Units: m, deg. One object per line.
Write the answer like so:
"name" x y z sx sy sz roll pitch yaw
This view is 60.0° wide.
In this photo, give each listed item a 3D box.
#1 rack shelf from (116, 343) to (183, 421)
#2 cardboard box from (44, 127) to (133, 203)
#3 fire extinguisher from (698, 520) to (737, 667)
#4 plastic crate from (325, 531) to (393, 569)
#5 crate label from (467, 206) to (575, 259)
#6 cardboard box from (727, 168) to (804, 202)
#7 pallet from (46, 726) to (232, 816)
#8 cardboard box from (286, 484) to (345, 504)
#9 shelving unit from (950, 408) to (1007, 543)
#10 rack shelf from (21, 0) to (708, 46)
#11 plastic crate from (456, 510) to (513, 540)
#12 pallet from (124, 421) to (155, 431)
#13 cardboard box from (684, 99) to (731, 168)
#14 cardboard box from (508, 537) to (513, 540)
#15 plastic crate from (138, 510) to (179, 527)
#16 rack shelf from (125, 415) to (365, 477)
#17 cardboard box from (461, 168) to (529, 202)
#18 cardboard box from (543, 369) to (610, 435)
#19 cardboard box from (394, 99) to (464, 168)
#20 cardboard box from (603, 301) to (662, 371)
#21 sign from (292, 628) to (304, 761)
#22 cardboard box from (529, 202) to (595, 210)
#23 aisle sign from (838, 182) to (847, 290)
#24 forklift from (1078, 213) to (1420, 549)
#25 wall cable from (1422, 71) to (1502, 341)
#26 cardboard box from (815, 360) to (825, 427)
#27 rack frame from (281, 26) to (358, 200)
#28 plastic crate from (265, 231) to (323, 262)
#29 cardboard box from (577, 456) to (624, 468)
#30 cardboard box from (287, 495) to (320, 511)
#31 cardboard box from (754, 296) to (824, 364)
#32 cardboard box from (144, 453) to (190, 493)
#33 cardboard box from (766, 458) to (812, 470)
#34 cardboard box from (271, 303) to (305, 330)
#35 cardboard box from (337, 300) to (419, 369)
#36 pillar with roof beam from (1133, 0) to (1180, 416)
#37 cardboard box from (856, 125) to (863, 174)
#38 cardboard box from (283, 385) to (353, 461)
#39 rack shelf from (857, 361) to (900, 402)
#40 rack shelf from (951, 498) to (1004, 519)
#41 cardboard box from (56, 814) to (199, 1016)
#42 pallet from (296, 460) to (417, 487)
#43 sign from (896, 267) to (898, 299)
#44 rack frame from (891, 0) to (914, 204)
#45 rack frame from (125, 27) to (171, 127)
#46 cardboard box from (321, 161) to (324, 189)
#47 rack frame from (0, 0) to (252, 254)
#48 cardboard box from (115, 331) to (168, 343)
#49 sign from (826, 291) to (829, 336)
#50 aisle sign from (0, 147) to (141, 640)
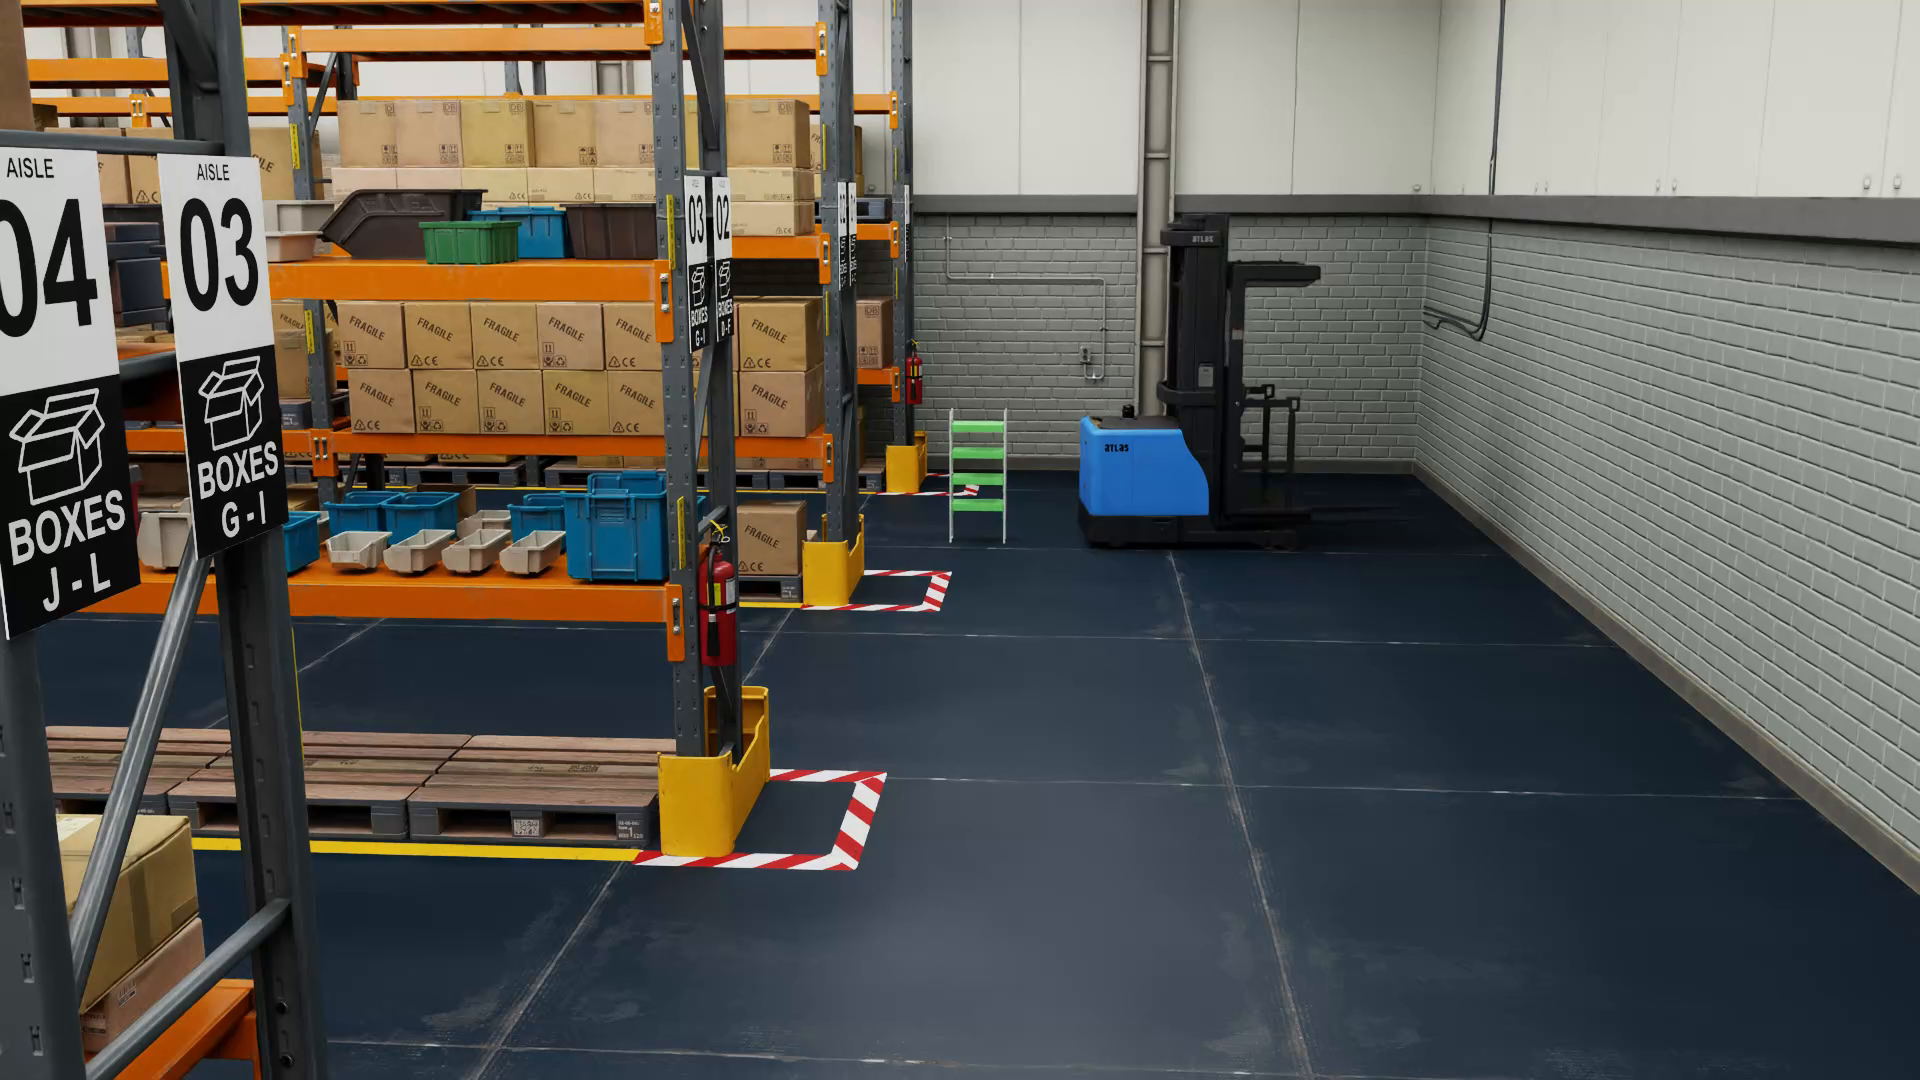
"rack shelf" -3.591 -0.196 3.292 4.000 0.370 1.077 1 12 4
"cardboard box" -6.749 -2.942 13.149 0.600 0.600 0.600 0 12 2
"fire extinguisher" -1.144 0.251 7.824 0.183 0.674 0.296 1 12 4
"plastic crate" -2.954 0.055 8.158 0.250 0.136 0.298 1 12 4
"crate label" -2.163 -1.538 8.316 0.502 0.251 0.408 1 12 4
"cardboard box" -1.459 -2.671 12.511 0.500 0.250 0.500 1 12 4
"pallet" -4.519 1.248 8.768 1.213 0.211 1.003 1 12 4
"cardboard box" -5.387 -0.179 13.811 0.500 0.500 0.500 0 12 1
"shelving unit" 0.165 -0.585 15.116 0.503 1.200 0.258 1 12 4
"rack shelf" -3.260 -2.480 7.863 4.000 0.370 1.077 1 12 4
"plastic crate" -2.480 -0.066 8.736 0.298 0.136 0.250 1 12 4
"pallet" -6.971 -1.066 13.489 1.213 0.211 1.003 1 12 4
"cardboard box" -1.936 -3.111 12.782 0.500 0.500 0.700 1 12 4
"cardboard box" -3.585 -0.070 13.751 0.500 0.311 0.500 1 12 4
"plastic crate" -4.120 -0.053 8.704 0.590 0.125 0.437 1 12 4
"rack shelf" -6.916 -0.806 13.535 4.000 0.370 1.077 1 12 4
"cardboard box" -3.455 -2.697 12.638 0.500 0.250 0.500 1 12 4
"cardboard box" -2.912 -1.097 12.924 0.500 0.500 0.500 1 12 3
"cardboard box" -3.943 -3.103 12.745 0.500 0.500 0.700 1 12 4
"cardboard box" -2.414 -1.577 12.778 0.500 0.500 0.500 1 12 5
"sign" -1.552 0.372 3.839 0.005 0.325 0.100 1 12 4
"cardboard box" -2.955 -2.448 12.665 0.500 0.250 0.500 1 12 4
"aisle sign" -0.882 -2.285 12.499 0.004 0.787 0.394 1 12 4
"forklift" 2.644 -1.461 15.076 3.031 2.935 1.130 0 12 -2
"wall cable" 5.017 -3.354 16.892 0.112 2.526 3.097 1 12 4
"cardboard box" -1.354 -1.185 13.345 0.500 0.500 0.500 1 12 5
"rack frame" -4.920 -4.067 12.716 0.127 3.000 1.000 1 12 4
"plastic crate" -3.342 -1.381 7.844 0.530 0.136 0.437 1 12 4
"cardboard box" -3.854 -1.094 18.233 0.500 0.500 0.700 1 12 4
"cardboard box" -5.432 -0.071 13.294 0.500 0.500 0.500 1 12 3
"cardboard box" -1.354 -1.674 13.243 0.500 0.500 0.500 1 12 5
"cardboard box" -6.385 -0.560 13.800 0.500 0.250 0.500 1 12 4
"cardboard box" -1.806 -1.066 18.101 0.500 0.500 0.700 1 12 4
"cardboard box" -7.100 -2.327 18.029 0.500 0.500 0.500 1 12 4
"cardboard box" -4.469 -1.605 12.912 0.500 0.500 0.500 1 12 5
"pillar with roof beam" 1.862 -4.285 13.757 0.400 9.000 9.100 1 12 4
"cardboard box" -1.314 -4.164 17.769 0.500 0.500 0.500 0 12 2
"cardboard box" -6.986 -1.301 18.368 0.750 0.750 0.750 1 12 3
"rack shelf" -2.598 -1.763 18.111 4.000 0.370 1.077 1 12 4
"rack shelf" 0.165 -0.288 15.179 0.480 0.148 0.258 1 12 4
"cardboard box" -2.056 0.814 3.674 0.500 0.250 0.500 0 12 2
"pallet" -6.589 -0.789 18.508 1.213 0.211 1.003 1 12 4
"sign" -0.652 -2.660 17.235 0.005 0.325 0.100 1 12 4
"rack frame" -0.602 -5.025 17.293 0.127 3.000 1.000 1 12 4
"rack frame" -8.584 -5.134 17.816 0.127 3.000 1.000 1 12 4
"cardboard box" -7.013 -3.929 18.060 0.500 0.500 0.700 1 12 7
"rack frame" -1.595 -1.989 2.780 0.127 3.000 1.000 1 12 4
"cardboard box" -6.687 -1.397 13.333 0.500 0.500 0.700 -2 12 -11
"sign" -0.986 -1.685 12.377 0.005 0.325 0.100 1 12 4
"aisle sign" -1.543 -0.263 2.830 0.004 0.787 0.394 1 12 4
